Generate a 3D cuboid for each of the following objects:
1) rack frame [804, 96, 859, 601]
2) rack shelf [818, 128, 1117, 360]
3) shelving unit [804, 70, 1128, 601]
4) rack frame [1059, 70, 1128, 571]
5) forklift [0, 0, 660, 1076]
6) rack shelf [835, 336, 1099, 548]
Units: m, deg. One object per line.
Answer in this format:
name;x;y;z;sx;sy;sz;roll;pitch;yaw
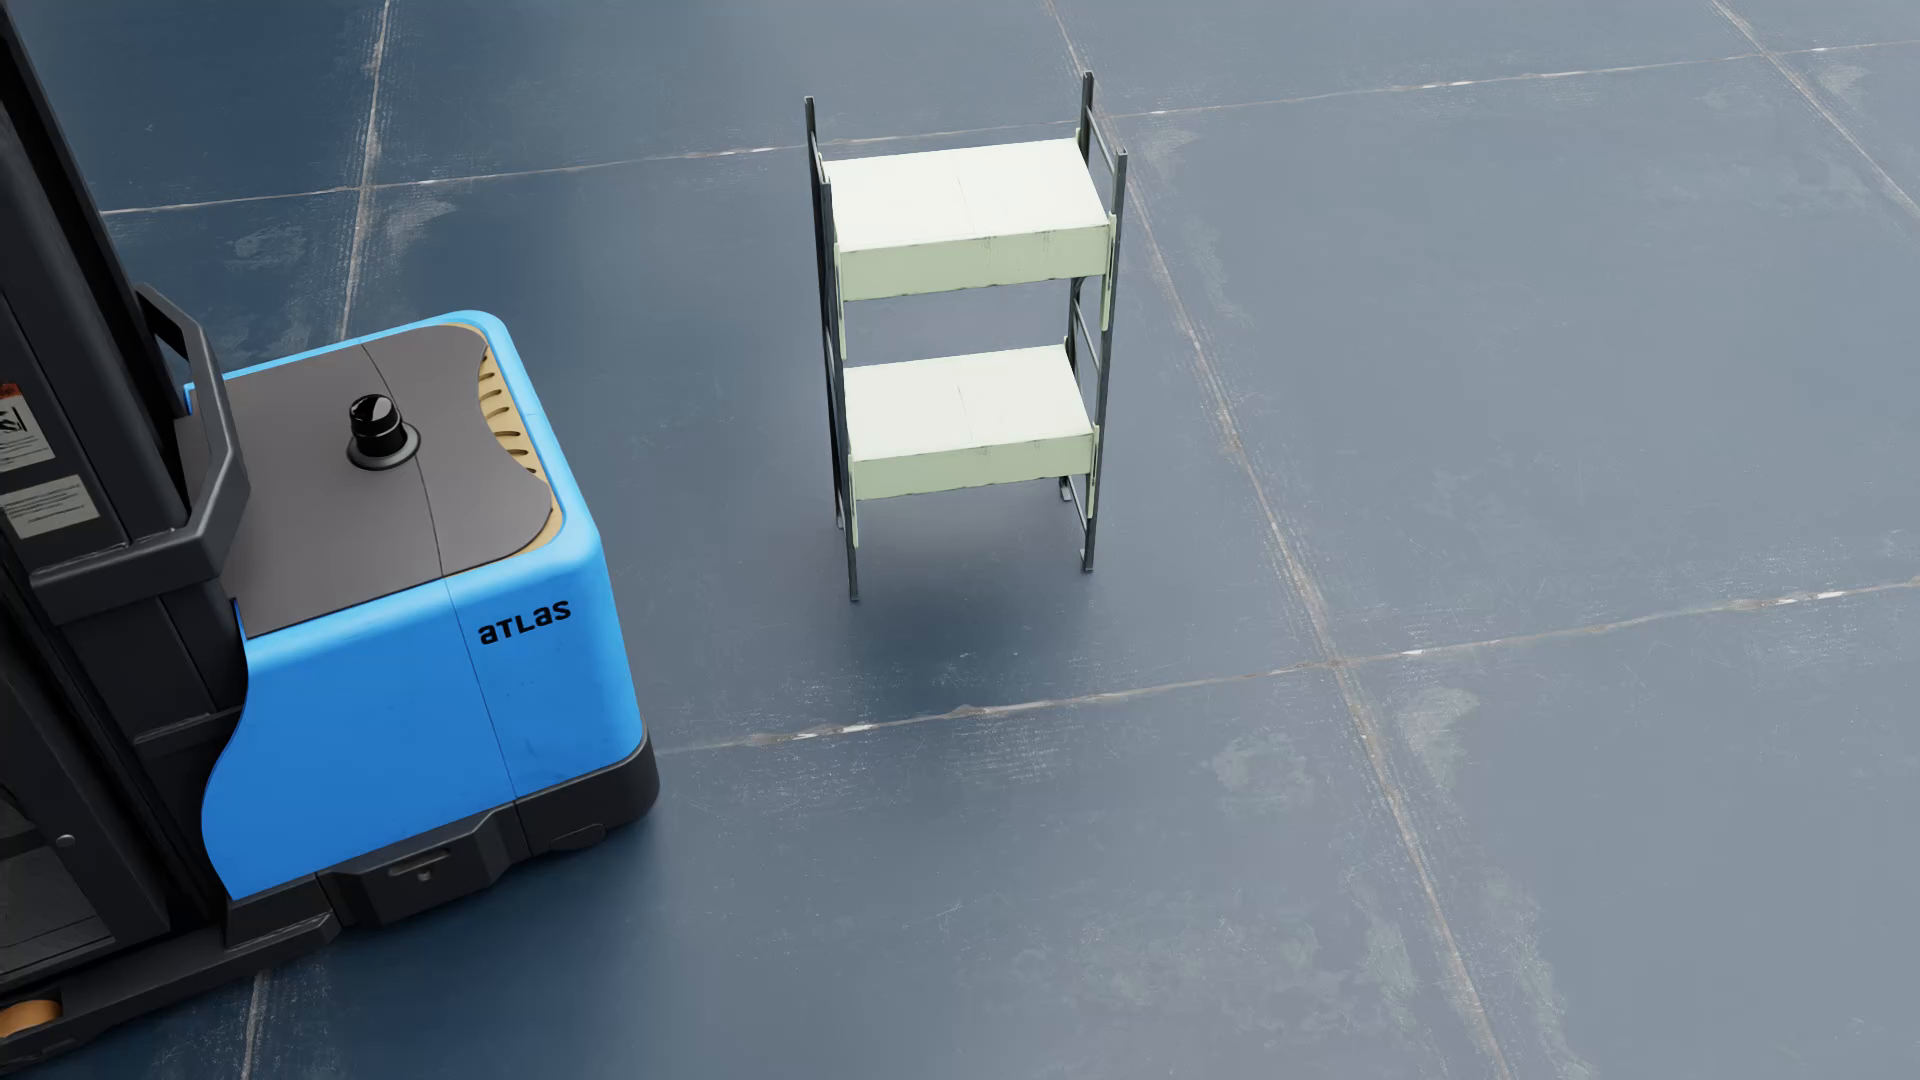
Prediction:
rack frame;-0.354;-0.476;4.667;0.023;1.500;0.400;-7;46;-7
rack shelf;0.007;-0.792;4.430;0.720;0.370;0.431;-7;46;-7
shelving unit;0.007;-0.521;4.711;0.755;1.500;0.431;-7;46;-7
rack frame;0.367;-0.566;4.754;0.023;1.500;0.400;-7;46;-7
forklift;-2.370;-0.128;3.338;3.031;2.935;1.130;-19;49;-17
rack shelf;0.007;-0.295;4.945;0.720;0.370;0.431;-7;46;-7
